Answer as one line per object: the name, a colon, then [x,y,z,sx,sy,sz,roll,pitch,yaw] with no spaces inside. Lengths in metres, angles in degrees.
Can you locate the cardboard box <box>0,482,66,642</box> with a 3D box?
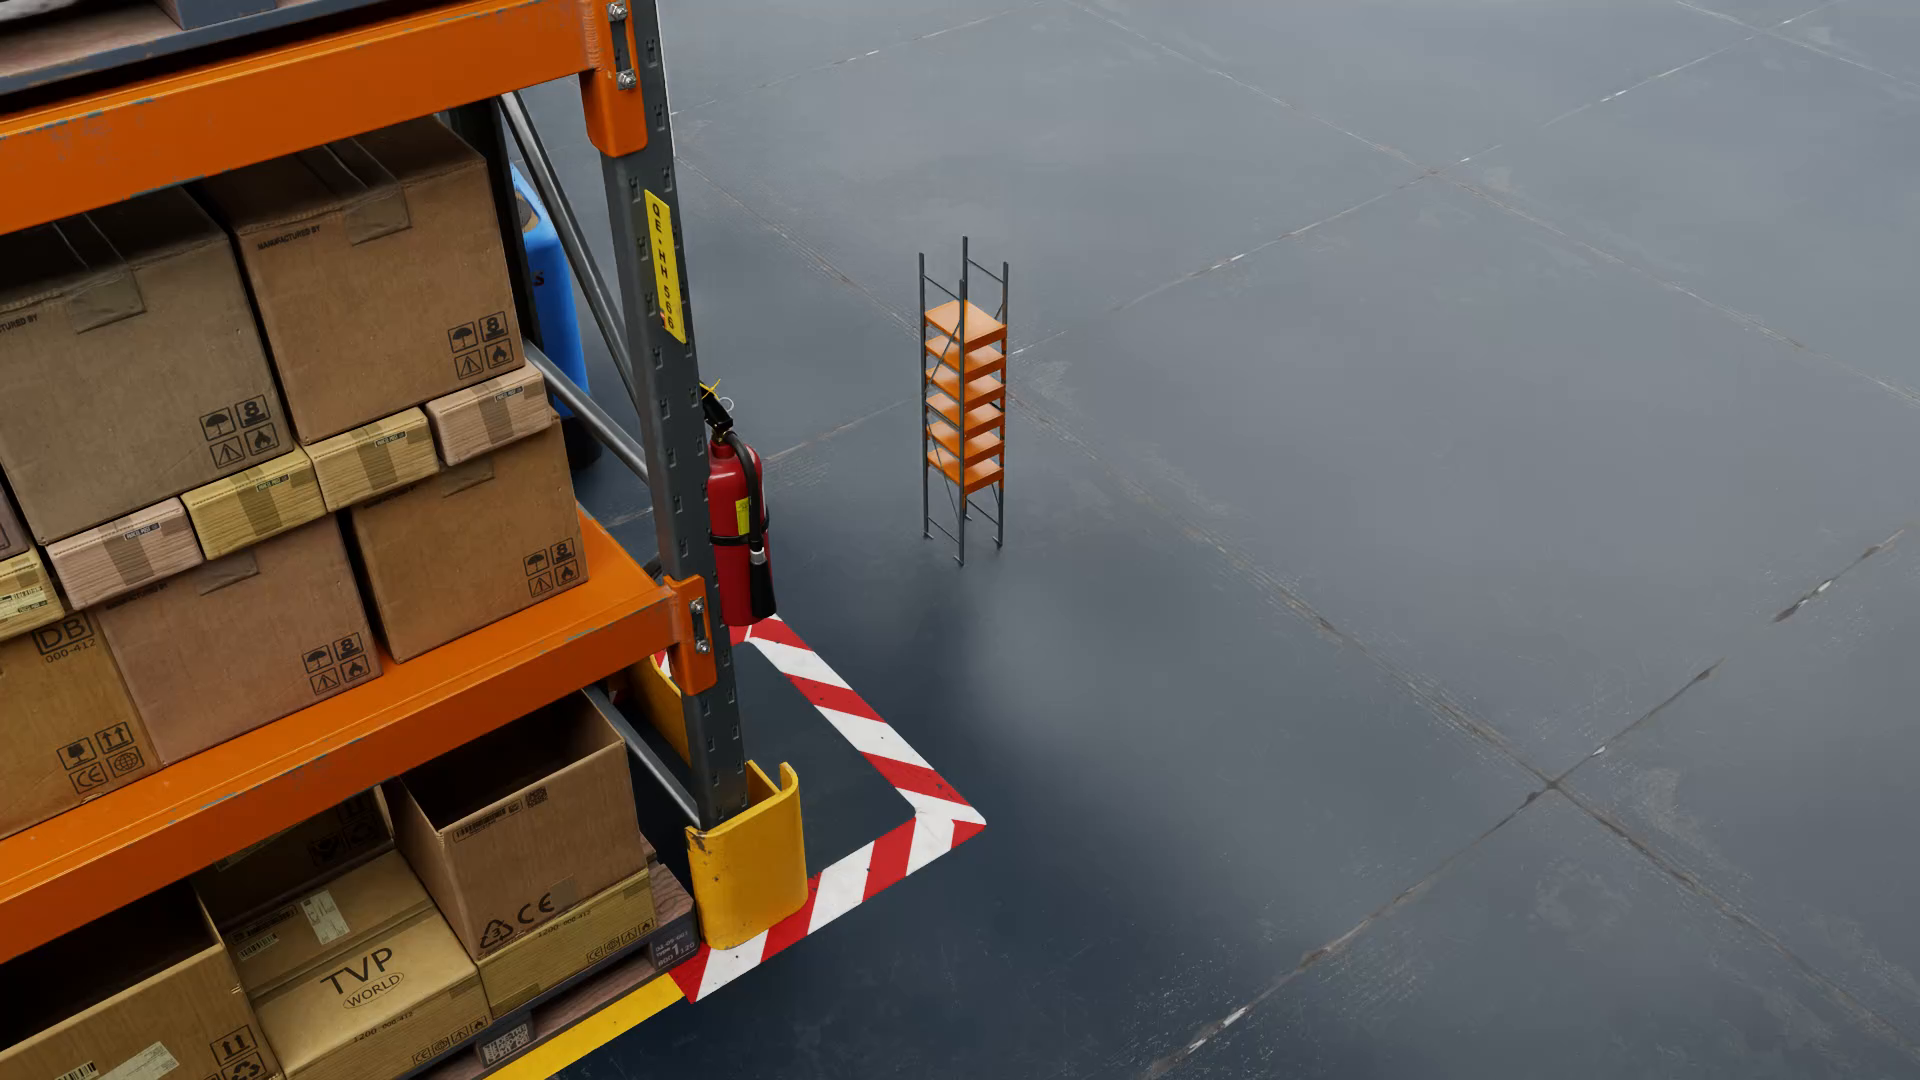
cardboard box: [-1.942,0.045,3.240,0.250,0.149,0.380,-25,45,-27]

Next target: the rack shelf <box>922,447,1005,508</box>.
rack shelf: [0.011,-0.250,6.057,0.180,0.103,0.258,-26,46,-28]

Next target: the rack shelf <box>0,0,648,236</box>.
rack shelf: [-2.523,-0.417,2.595,4.000,0.370,1.077,-26,46,-28]

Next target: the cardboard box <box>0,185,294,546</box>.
cardboard box: [-1.771,-0.448,3.329,0.500,0.500,0.700,-27,47,-29]

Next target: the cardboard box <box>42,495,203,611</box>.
cardboard box: [-1.734,-0.057,3.364,0.250,0.149,0.380,-25,46,-28]

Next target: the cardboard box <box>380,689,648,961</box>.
cardboard box: [-1.181,0.660,4.326,0.500,0.500,0.500,-26,46,-28]

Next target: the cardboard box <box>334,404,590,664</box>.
cardboard box: [-1.315,-0.173,4.017,0.500,0.500,0.700,-26,46,-28]

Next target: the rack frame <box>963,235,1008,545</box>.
rack frame: [0.084,-0.505,5.919,0.006,1.200,0.240,-26,46,-28]

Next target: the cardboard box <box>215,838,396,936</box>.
cardboard box: [-1.892,0.883,4.645,0.500,0.250,0.500,-26,46,-28]

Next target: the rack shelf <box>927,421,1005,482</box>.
rack shelf: [0.011,-0.342,5.981,0.180,0.103,0.258,-26,46,-28]

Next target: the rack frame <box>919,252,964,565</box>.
rack frame: [-0.061,-0.434,5.833,0.006,1.200,0.240,-26,46,-28]

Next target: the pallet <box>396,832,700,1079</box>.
pallet: [-1.518,1.087,4.759,1.213,0.211,1.003,-26,46,-28]

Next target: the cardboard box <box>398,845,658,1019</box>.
cardboard box: [-1.182,0.949,4.565,0.500,0.250,0.500,-26,46,-28]

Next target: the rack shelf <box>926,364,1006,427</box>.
rack shelf: [0.011,-0.528,5.828,0.180,0.103,0.258,-26,46,-28]

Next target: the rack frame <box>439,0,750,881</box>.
rack frame: [-0.937,-0.308,4.260,0.127,3.000,1.000,-26,46,-28]

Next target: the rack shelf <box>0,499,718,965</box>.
rack shelf: [-2.523,0.743,3.546,4.000,0.370,1.077,-26,46,-28]

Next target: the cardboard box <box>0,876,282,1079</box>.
cardboard box: [-1.965,1.054,3.846,0.500,0.500,0.500,-26,46,-28]

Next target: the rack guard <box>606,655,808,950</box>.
rack guard: [-0.918,0.649,5.065,0.348,0.500,1.175,-26,46,-28]

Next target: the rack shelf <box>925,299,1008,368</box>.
rack shelf: [0.011,-0.713,5.676,0.180,0.103,0.258,-26,46,-28]

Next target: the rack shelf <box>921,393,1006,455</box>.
rack shelf: [0.011,-0.435,5.904,0.180,0.103,0.258,-26,46,-28]

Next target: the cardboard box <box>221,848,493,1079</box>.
cardboard box: [-1.571,1.148,4.323,0.500,0.250,0.500,-26,46,-28]

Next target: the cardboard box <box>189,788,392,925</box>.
cardboard box: [-1.893,0.592,4.408,0.500,0.500,0.500,-26,46,-28]

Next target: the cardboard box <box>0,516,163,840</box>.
cardboard box: [-2.126,0.222,3.536,0.500,0.500,0.700,-26,46,-28]

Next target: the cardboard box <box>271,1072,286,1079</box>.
cardboard box: [-1.967,1.342,4.086,0.500,0.250,0.500,-26,46,-28]

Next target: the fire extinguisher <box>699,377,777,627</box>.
fire extinguisher: [-0.560,-0.090,4.056,0.183,0.674,0.296,-26,46,-28]

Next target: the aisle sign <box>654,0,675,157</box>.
aisle sign: [-0.706,-1.191,3.287,0.004,0.787,0.394,-26,46,-28]

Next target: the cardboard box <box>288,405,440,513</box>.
cardboard box: [-1.331,-0.252,3.602,0.250,0.149,0.380,-25,45,-27]

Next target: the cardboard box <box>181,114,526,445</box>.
cardboard box: [-1.357,-0.654,3.580,0.500,0.500,0.700,-26,46,-28]

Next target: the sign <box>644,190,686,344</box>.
sign: [-0.618,-0.569,3.479,0.005,0.325,0.100,-26,46,-28]

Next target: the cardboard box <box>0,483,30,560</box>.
cardboard box: [-2.170,-0.253,3.091,0.500,0.500,0.700,-26,46,-28]

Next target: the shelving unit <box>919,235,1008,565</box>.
shelving unit: [0.011,-0.469,5.876,0.189,1.200,0.258,-26,46,-28]

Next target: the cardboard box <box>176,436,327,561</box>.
cardboard box: [-1.533,-0.153,3.481,0.250,0.149,0.380,-27,46,-29]

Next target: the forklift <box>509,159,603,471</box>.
forklift: [-2.952,-1.226,5.433,3.031,2.935,1.130,-19,43,-22]

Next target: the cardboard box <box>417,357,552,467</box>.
cardboard box: [-1.124,-0.354,3.726,0.250,0.149,0.380,-27,46,-29]

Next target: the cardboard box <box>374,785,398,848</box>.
cardboard box: [-1.498,0.688,4.883,0.500,0.250,0.500,-26,46,-28]

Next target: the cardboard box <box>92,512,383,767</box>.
cardboard box: [-1.729,0.033,3.766,0.500,0.500,0.700,-25,45,-27]

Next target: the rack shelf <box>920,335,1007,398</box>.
rack shelf: [0.011,-0.621,5.752,0.180,0.103,0.258,-26,46,-28]
